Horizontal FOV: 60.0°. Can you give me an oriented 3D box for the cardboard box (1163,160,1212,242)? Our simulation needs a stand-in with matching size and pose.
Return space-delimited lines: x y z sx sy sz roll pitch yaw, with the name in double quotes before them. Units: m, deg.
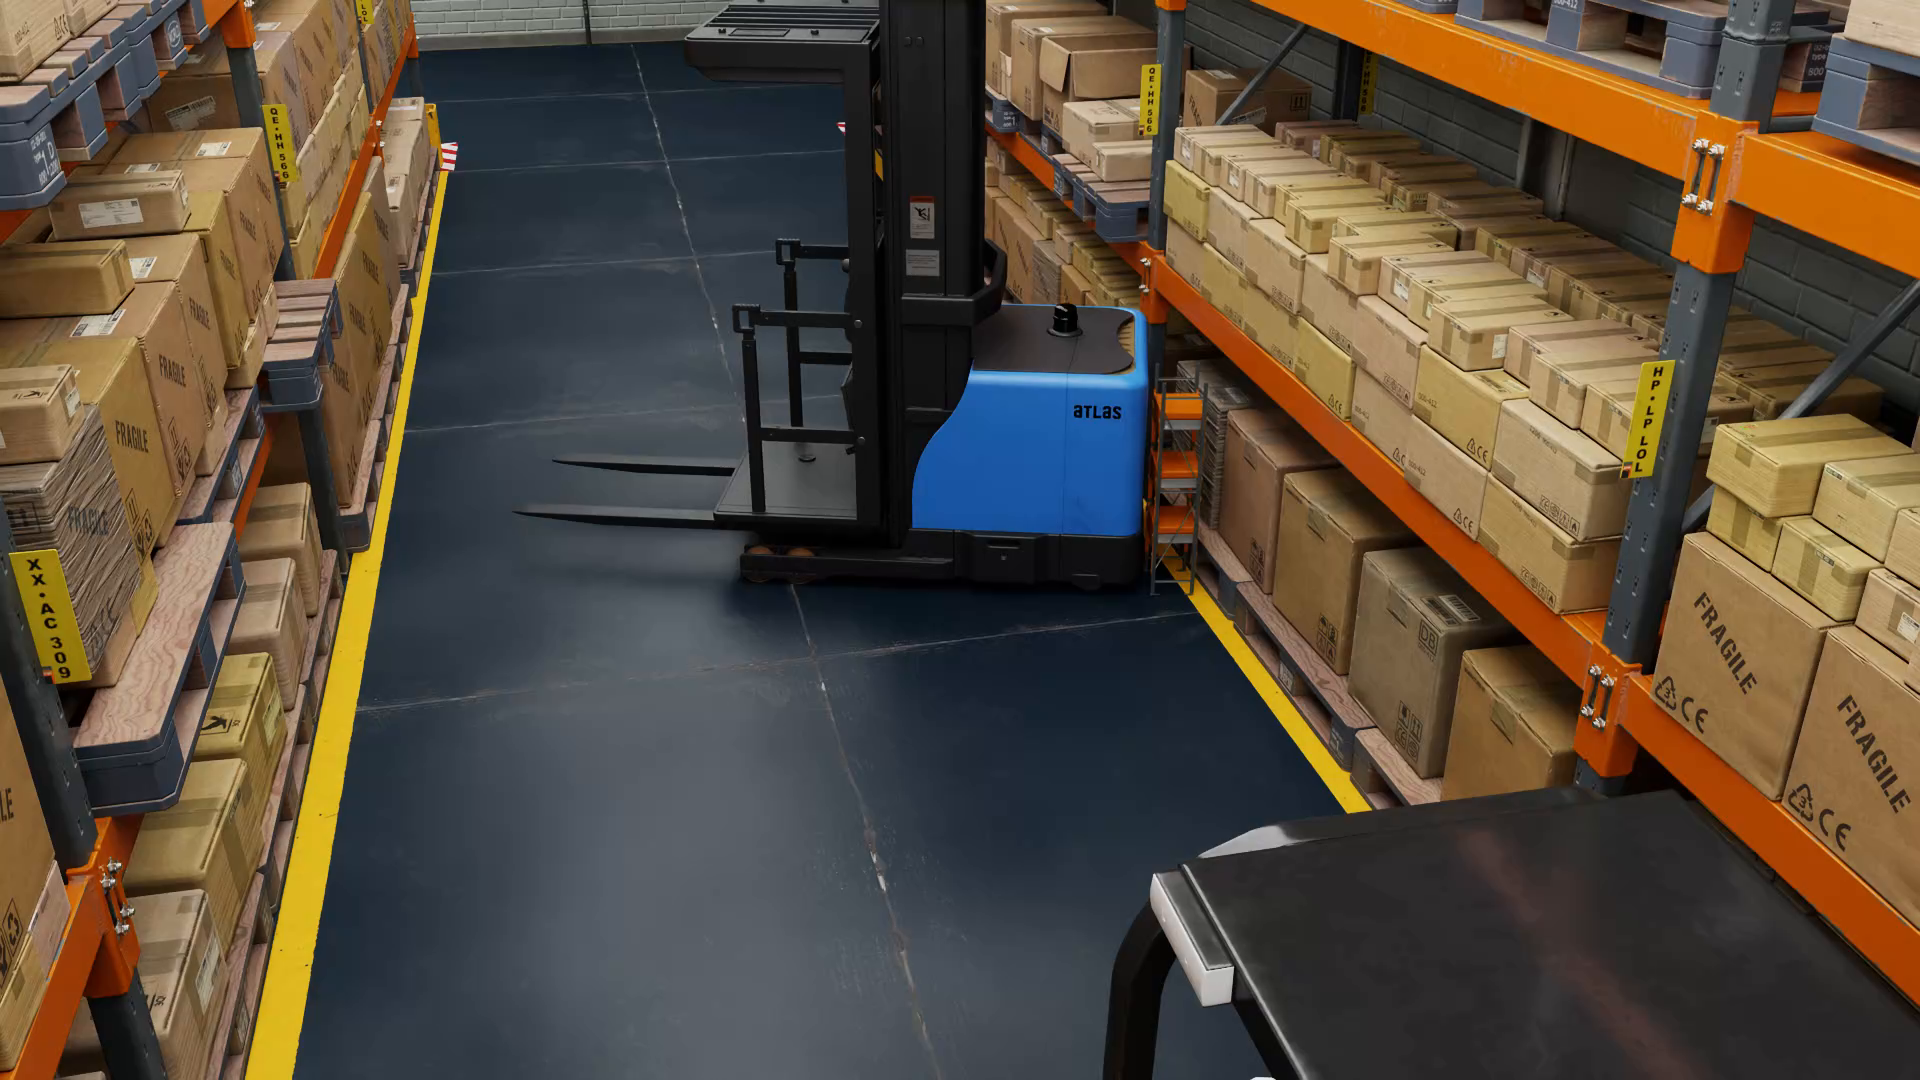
"cardboard box" 1.261 -1.581 7.664 0.500 0.250 0.500 -6 27 -12

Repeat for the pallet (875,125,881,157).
"pallet" -0.182 -3.530 15.010 1.003 0.211 1.213 -6 27 -12

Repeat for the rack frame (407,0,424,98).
"rack frame" -5.215 -4.653 14.139 1.000 3.000 0.127 -6 27 -12

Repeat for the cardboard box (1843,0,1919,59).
"cardboard box" 2.130 -1.122 3.516 0.380 0.149 0.250 -5 27 -11

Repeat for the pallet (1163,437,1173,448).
"pallet" 1.292 -0.733 9.468 1.003 0.211 1.213 -6 27 -12

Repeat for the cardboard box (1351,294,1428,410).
"cardboard box" 1.733 -0.686 5.893 0.500 0.250 0.500 -5 27 -11

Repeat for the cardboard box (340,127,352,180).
"cardboard box" -3.758 -2.211 9.469 0.500 0.250 0.500 -7 28 -13

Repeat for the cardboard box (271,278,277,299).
"cardboard box" -2.978 -0.986 6.687 0.380 0.149 0.250 -6 27 -11

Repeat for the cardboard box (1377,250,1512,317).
"cardboard box" 1.715 -0.910 5.893 0.380 0.149 0.250 -6 27 -11

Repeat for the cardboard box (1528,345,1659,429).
"cardboard box" 1.956 -0.464 5.009 0.380 0.149 0.250 -6 27 -12

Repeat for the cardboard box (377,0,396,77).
"cardboard box" -4.379 -3.614 11.971 0.500 0.500 0.500 -6 27 -11

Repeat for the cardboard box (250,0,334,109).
"cardboard box" -3.618 -2.541 8.734 0.500 0.500 0.500 -6 27 -11

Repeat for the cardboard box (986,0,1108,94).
"cardboard box" 0.530 -3.172 10.629 0.700 0.500 0.500 -6 27 -11

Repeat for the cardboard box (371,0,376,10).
"cardboard box" -4.292 -3.844 11.316 0.500 0.500 0.500 -6 27 -12

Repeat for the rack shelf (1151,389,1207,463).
"rack shelf" 0.983 -0.514 7.490 0.215 0.259 0.240 0 26 -1

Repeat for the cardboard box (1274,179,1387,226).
"cardboard box" 1.509 -1.363 6.790 0.380 0.149 0.250 -6 27 -11

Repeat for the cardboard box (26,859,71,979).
"cardboard box" -2.141 0.837 3.541 0.380 0.149 0.250 -6 27 -12

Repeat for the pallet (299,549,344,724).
"pallet" -3.237 0.447 7.130 1.003 0.211 1.213 -6 27 -12

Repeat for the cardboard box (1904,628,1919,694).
"cardboard box" 2.269 0.283 3.530 0.380 0.149 0.250 -5 27 -10

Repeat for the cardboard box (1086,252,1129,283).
"cardboard box" 0.942 -1.556 9.592 0.380 0.149 0.250 -5 27 -10

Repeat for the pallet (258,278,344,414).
"pallet" -3.147 -0.753 6.626 1.213 0.211 1.003 -6 27 -12

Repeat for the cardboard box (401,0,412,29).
"cardboard box" -4.848 -4.513 13.751 0.500 0.500 0.500 -6 27 -11

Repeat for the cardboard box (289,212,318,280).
"cardboard box" -3.277 -1.314 7.691 0.500 0.250 0.500 -6 27 -12

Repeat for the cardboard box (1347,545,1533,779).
"cardboard box" 2.029 0.413 6.273 0.875 0.625 0.625 -6 27 -12

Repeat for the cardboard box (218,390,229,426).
"cardboard box" -2.682 -0.424 5.574 0.380 0.149 0.250 -7 28 -13

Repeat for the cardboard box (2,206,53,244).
"cardboard box" -3.285 -0.824 5.647 0.500 0.500 0.500 -5 27 -11

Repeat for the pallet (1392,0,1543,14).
"pallet" 1.918 -2.122 6.005 1.003 0.211 1.213 -5 27 -9

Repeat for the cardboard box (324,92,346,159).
"cardboard box" -3.603 -2.216 8.922 0.500 0.250 0.500 -5 27 -11

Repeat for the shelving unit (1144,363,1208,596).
"shelving unit" 0.983 -0.269 7.610 0.215 1.050 0.252 0 26 -1

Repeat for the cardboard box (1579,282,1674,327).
"cardboard box" 2.312 -0.744 5.564 0.380 0.149 0.250 -6 27 -12

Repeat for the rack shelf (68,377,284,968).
"rack shelf" -2.961 0.058 5.604 1.077 0.370 4.000 -6 27 -12

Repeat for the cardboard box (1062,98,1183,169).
"cardboard box" 0.870 -2.197 8.975 0.500 0.250 0.500 -7 28 -14

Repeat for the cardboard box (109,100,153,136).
"cardboard box" -3.783 -1.832 7.331 0.500 0.500 0.500 -7 28 -13

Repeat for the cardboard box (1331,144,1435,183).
"cardboard box" 1.861 -1.635 7.330 0.380 0.149 0.250 -6 27 -12

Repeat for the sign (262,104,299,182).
"sign" -2.885 -1.682 7.056 0.100 0.325 0.005 -6 27 -12

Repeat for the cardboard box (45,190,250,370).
"cardboard box" -2.796 -0.887 5.771 0.500 0.500 0.500 -8 28 -15

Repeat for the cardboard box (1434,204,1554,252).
"cardboard box" 2.059 -1.186 6.441 0.380 0.149 0.250 -5 27 -10

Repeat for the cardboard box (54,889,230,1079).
"cardboard box" -2.631 1.371 4.655 0.950 0.372 0.625 -6 27 -11

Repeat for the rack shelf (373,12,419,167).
"rack shelf" -4.764 -3.454 12.562 1.077 0.370 4.000 -6 27 -12

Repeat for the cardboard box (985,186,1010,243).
"cardboard box" 0.412 -2.239 11.665 0.500 0.500 0.500 -5 27 -9

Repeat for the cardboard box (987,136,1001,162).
"cardboard box" 0.403 -2.718 11.564 0.380 0.149 0.250 -6 27 -12

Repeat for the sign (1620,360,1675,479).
"sign" 1.798 -0.313 4.343 0.100 0.325 0.005 -6 27 -12

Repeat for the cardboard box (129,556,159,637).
"cardboard box" -2.375 0.155 4.427 0.380 0.149 0.250 -5 27 -11

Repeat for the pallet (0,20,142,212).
"pallet" -2.546 -0.922 3.627 1.213 0.211 1.003 -6 27 -12

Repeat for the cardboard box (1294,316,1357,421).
"cardboard box" 1.632 -0.685 6.445 0.500 0.250 0.500 -5 27 -10

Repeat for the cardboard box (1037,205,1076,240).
"cardboard box" 0.699 -2.012 10.496 0.380 0.149 0.250 -5 27 -10

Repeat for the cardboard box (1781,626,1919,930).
"cardboard box" 2.304 0.513 3.793 0.500 0.500 0.500 -5 27 -11

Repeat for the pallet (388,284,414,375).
"pallet" -4.066 -1.321 10.633 1.003 0.211 1.213 -6 27 -12

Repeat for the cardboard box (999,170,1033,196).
"cardboard box" 0.481 -2.465 11.394 0.380 0.149 0.250 -7 28 -13

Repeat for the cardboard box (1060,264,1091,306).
"cardboard box" 0.895 -1.332 9.868 0.500 0.500 0.500 -5 27 -9

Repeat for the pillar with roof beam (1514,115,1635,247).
"pillar with roof beam" -1.599 -3.407 5.013 9.100 9.000 0.400 -6 27 -12

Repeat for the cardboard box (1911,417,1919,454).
"cardboard box" 2.691 -0.248 4.251 0.380 0.149 0.250 -6 27 -11

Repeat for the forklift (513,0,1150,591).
"forklift" -0.624 -1.335 7.641 3.031 2.935 1.130 2 27 5

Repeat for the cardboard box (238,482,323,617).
"cardboard box" -3.294 0.094 7.185 0.950 0.372 0.625 -8 28 -15

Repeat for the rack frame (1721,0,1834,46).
"rack frame" 2.325 -2.569 3.352 1.000 3.000 0.127 -6 27 -12

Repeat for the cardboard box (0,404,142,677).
"cardboard box" -2.337 0.015 3.983 0.500 0.500 0.500 -5 27 -10

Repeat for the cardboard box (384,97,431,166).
"cardboard box" -4.969 -3.417 14.068 0.875 0.438 0.875 -7 28 -13

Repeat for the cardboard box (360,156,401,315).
"cardboard box" -4.096 -1.872 10.521 0.875 0.875 0.875 -5 27 -10

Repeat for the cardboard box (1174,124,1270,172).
"cardboard box" 1.208 -1.811 7.678 0.380 0.149 0.250 -5 27 -10

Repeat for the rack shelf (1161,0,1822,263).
"rack shelf" 1.874 -1.786 5.930 1.077 0.370 4.000 -6 27 -12
